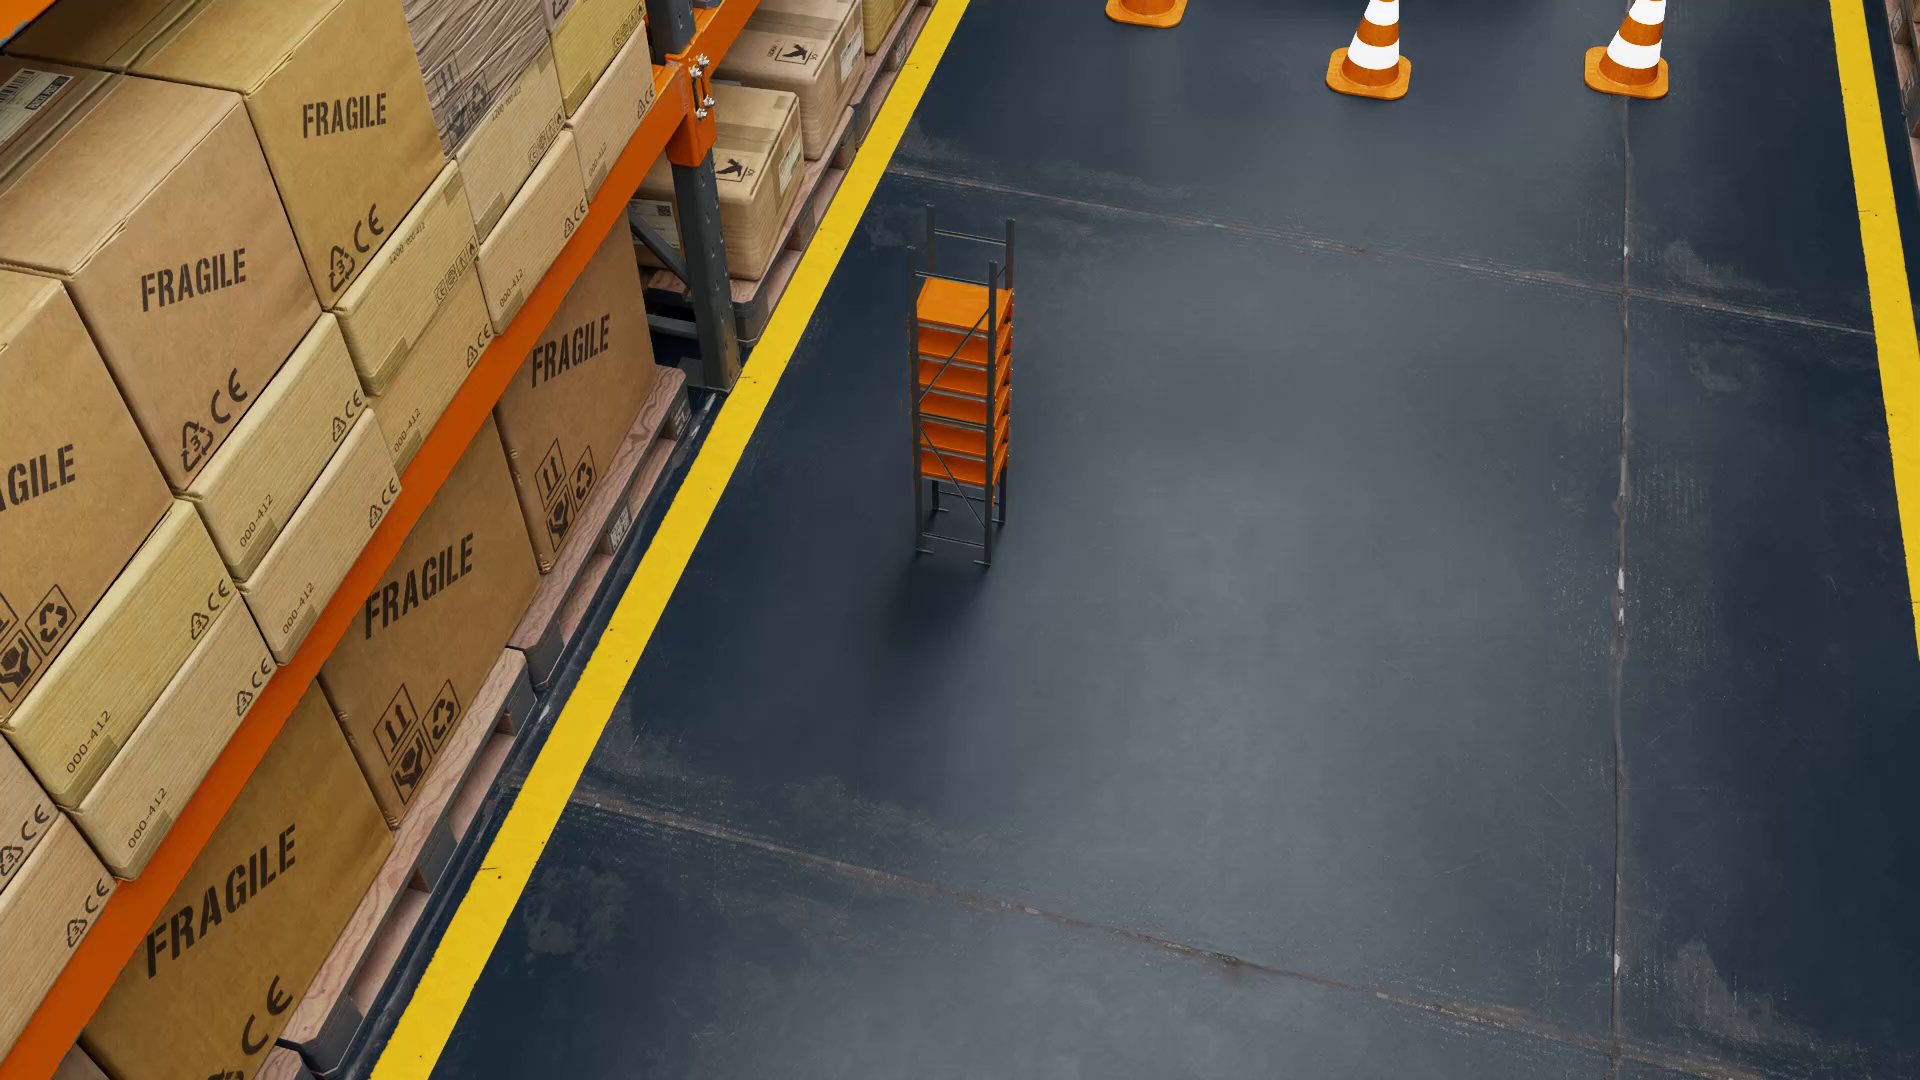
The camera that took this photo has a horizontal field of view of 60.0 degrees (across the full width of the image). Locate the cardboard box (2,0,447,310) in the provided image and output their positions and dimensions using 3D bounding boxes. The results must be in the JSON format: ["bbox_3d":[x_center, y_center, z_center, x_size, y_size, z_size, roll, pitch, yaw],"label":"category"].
[{"bbox_3d":[-1.401,-0.838,3.255,0.500,0.500,0.500,12,50,10],"label":"cardboard box"}]

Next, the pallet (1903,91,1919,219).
[{"bbox_3d":[4.152,-1.239,6.203,1.003,0.211,1.213,12,50,10],"label":"pallet"}]

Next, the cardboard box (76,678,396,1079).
[{"bbox_3d":[-1.990,0.708,3.762,0.875,0.875,0.875,13,50,11],"label":"cardboard box"}]

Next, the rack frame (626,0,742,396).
[{"bbox_3d":[-1.253,-1.630,4.688,1.000,3.000,0.127,12,50,10],"label":"rack frame"}]

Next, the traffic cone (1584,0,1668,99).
[{"bbox_3d":[2.792,-2.108,6.802,0.336,0.463,0.334,12,50,10],"label":"traffic cone"}]

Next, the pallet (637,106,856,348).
[{"bbox_3d":[-1.046,-1.273,6.232,1.003,0.211,1.213,12,50,10],"label":"pallet"}]

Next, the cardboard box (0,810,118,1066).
[{"bbox_3d":[-1.801,0.672,2.756,0.500,0.250,0.500,10,49,9],"label":"cardboard box"}]

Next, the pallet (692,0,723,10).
[{"bbox_3d":[-1.168,-2.103,5.234,1.213,0.211,1.003,12,50,10],"label":"pallet"}]

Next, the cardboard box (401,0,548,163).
[{"bbox_3d":[-1.264,-1.196,3.571,0.500,0.500,0.500,12,50,11],"label":"cardboard box"}]

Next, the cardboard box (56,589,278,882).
[{"bbox_3d":[-1.650,0.304,3.081,0.500,0.250,0.500,11,50,10],"label":"cardboard box"}]

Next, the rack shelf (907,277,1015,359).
[{"bbox_3d":[0.004,-0.616,4.573,0.258,0.103,0.180,12,50,10],"label":"rack shelf"}]

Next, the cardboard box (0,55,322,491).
[{"bbox_3d":[-1.541,-0.473,2.934,0.500,0.500,0.500,11,49,9],"label":"cardboard box"}]

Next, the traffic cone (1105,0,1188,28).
[{"bbox_3d":[0.824,-2.511,7.158,0.336,0.463,0.334,12,50,10],"label":"traffic cone"}]

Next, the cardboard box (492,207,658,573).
[{"bbox_3d":[-1.515,-0.583,4.901,0.875,0.875,0.875,11,50,10],"label":"cardboard box"}]

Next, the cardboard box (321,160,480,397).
[{"bbox_3d":[-1.382,-0.600,3.545,0.500,0.250,0.500,10,49,9],"label":"cardboard box"}]

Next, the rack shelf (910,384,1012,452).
[{"bbox_3d":[0.004,-0.378,4.843,0.258,0.103,0.180,12,50,10],"label":"rack shelf"}]

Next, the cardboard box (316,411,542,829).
[{"bbox_3d":[-1.754,0.061,4.332,0.875,0.875,0.875,12,50,10],"label":"cardboard box"}]

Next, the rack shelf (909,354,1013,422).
[{"bbox_3d":[0.004,-0.458,4.753,0.258,0.103,0.180,12,50,10],"label":"rack shelf"}]

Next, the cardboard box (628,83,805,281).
[{"bbox_3d":[-1.095,-1.307,5.875,0.950,0.372,0.625,9,49,7],"label":"cardboard box"}]

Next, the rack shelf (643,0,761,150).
[{"bbox_3d":[-0.727,-2.839,6.235,1.077,0.370,4.000,12,50,10],"label":"rack shelf"}]

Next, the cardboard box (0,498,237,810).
[{"bbox_3d":[-1.649,0.142,2.891,0.500,0.250,0.500,12,50,11],"label":"cardboard box"}]

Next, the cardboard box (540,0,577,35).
[{"bbox_3d":[-1.137,-1.569,3.900,0.500,0.500,0.500,10,49,9],"label":"cardboard box"}]

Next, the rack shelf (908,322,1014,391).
[{"bbox_3d":[0.004,-0.537,4.663,0.258,0.103,0.180,12,50,10],"label":"rack shelf"}]

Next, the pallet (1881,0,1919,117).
[{"bbox_3d":[4.471,-2.124,6.984,1.003,0.211,1.213,12,50,10],"label":"pallet"}]

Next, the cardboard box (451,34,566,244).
[{"bbox_3d":[-1.267,-0.974,3.876,0.500,0.250,0.500,10,49,9],"label":"cardboard box"}]

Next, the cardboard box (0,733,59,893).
[{"bbox_3d":[-1.808,0.502,2.573,0.500,0.250,0.500,12,50,11],"label":"cardboard box"}]

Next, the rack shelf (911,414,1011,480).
[{"bbox_3d":[0.004,-0.299,4.933,0.258,0.103,0.180,12,50,10],"label":"rack shelf"}]

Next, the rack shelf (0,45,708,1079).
[{"bbox_3d":[-1.779,0.054,3.681,1.077,0.370,4.000,12,50,10],"label":"rack shelf"}]

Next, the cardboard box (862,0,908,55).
[{"bbox_3d":[-0.703,-2.389,6.831,0.950,0.372,0.625,13,50,11],"label":"cardboard box"}]

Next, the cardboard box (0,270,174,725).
[{"bbox_3d":[-1.671,-0.098,2.603,0.500,0.500,0.500,10,49,9],"label":"cardboard box"}]

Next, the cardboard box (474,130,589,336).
[{"bbox_3d":[-1.255,-0.791,4.048,0.500,0.250,0.500,12,50,11],"label":"cardboard box"}]

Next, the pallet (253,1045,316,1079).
[{"bbox_3d":[-2.175,1.613,3.686,1.003,0.211,1.213,12,50,10],"label":"pallet"}]

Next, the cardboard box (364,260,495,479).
[{"bbox_3d":[-1.403,-0.430,3.729,0.500,0.250,0.500,11,50,10],"label":"cardboard box"}]

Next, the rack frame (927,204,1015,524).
[{"bbox_3d":[0.028,-0.474,4.868,0.240,1.200,0.006,12,50,10],"label":"rack frame"}]

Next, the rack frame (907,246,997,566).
[{"bbox_3d":[-0.020,-0.341,4.751,0.240,1.200,0.006,12,50,10],"label":"rack frame"}]

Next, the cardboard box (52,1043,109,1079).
[{"bbox_3d":[-2.220,1.363,3.184,0.875,0.875,0.875,13,50,11],"label":"cardboard box"}]

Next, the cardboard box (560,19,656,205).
[{"bbox_3d":[-1.136,-1.164,4.376,0.500,0.250,0.500,10,49,9],"label":"cardboard box"}]

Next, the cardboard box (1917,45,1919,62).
[{"bbox_3d":[4.268,-1.851,6.103,1.050,0.750,0.750,12,50,10],"label":"cardboard box"}]

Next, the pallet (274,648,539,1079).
[{"bbox_3d":[-1.856,0.727,4.467,1.003,0.211,1.213,12,50,10],"label":"pallet"}]

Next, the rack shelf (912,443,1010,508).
[{"bbox_3d":[0.004,-0.219,5.023,0.258,0.103,0.180,12,50,10],"label":"rack shelf"}]

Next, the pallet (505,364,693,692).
[{"bbox_3d":[-1.533,-0.152,5.244,1.003,0.211,1.213,12,50,10],"label":"pallet"}]

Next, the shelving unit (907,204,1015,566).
[{"bbox_3d":[0.004,-0.407,4.809,0.258,1.200,0.189,12,50,10],"label":"shelving unit"}]

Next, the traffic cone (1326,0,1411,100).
[{"bbox_3d":[1.712,-2.104,6.798,0.336,0.463,0.334,12,50,10],"label":"traffic cone"}]

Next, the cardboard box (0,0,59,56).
[{"bbox_3d":[-1.891,-0.954,3.358,0.500,0.500,0.500,13,50,11],"label":"cardboard box"}]

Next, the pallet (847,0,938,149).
[{"bbox_3d":[-0.723,-2.152,7.009,1.003,0.211,1.213,12,50,10],"label":"pallet"}]

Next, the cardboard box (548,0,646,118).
[{"bbox_3d":[-1.135,-1.346,4.204,0.500,0.250,0.500,11,50,10],"label":"cardboard box"}]

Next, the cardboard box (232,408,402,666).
[{"bbox_3d":[-1.510,-0.056,3.398,0.500,0.250,0.500,11,49,9],"label":"cardboard box"}]

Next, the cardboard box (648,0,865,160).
[{"bbox_3d":[-0.908,-1.842,6.347,0.950,0.372,0.625,11,49,9],"label":"cardboard box"}]

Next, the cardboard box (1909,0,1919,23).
[{"bbox_3d":[4.525,-2.548,6.718,1.050,0.750,0.750,11,50,10],"label":"cardboard box"}]

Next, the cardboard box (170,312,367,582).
[{"bbox_3d":[-1.518,-0.224,3.214,0.500,0.250,0.500,10,49,9],"label":"cardboard box"}]
